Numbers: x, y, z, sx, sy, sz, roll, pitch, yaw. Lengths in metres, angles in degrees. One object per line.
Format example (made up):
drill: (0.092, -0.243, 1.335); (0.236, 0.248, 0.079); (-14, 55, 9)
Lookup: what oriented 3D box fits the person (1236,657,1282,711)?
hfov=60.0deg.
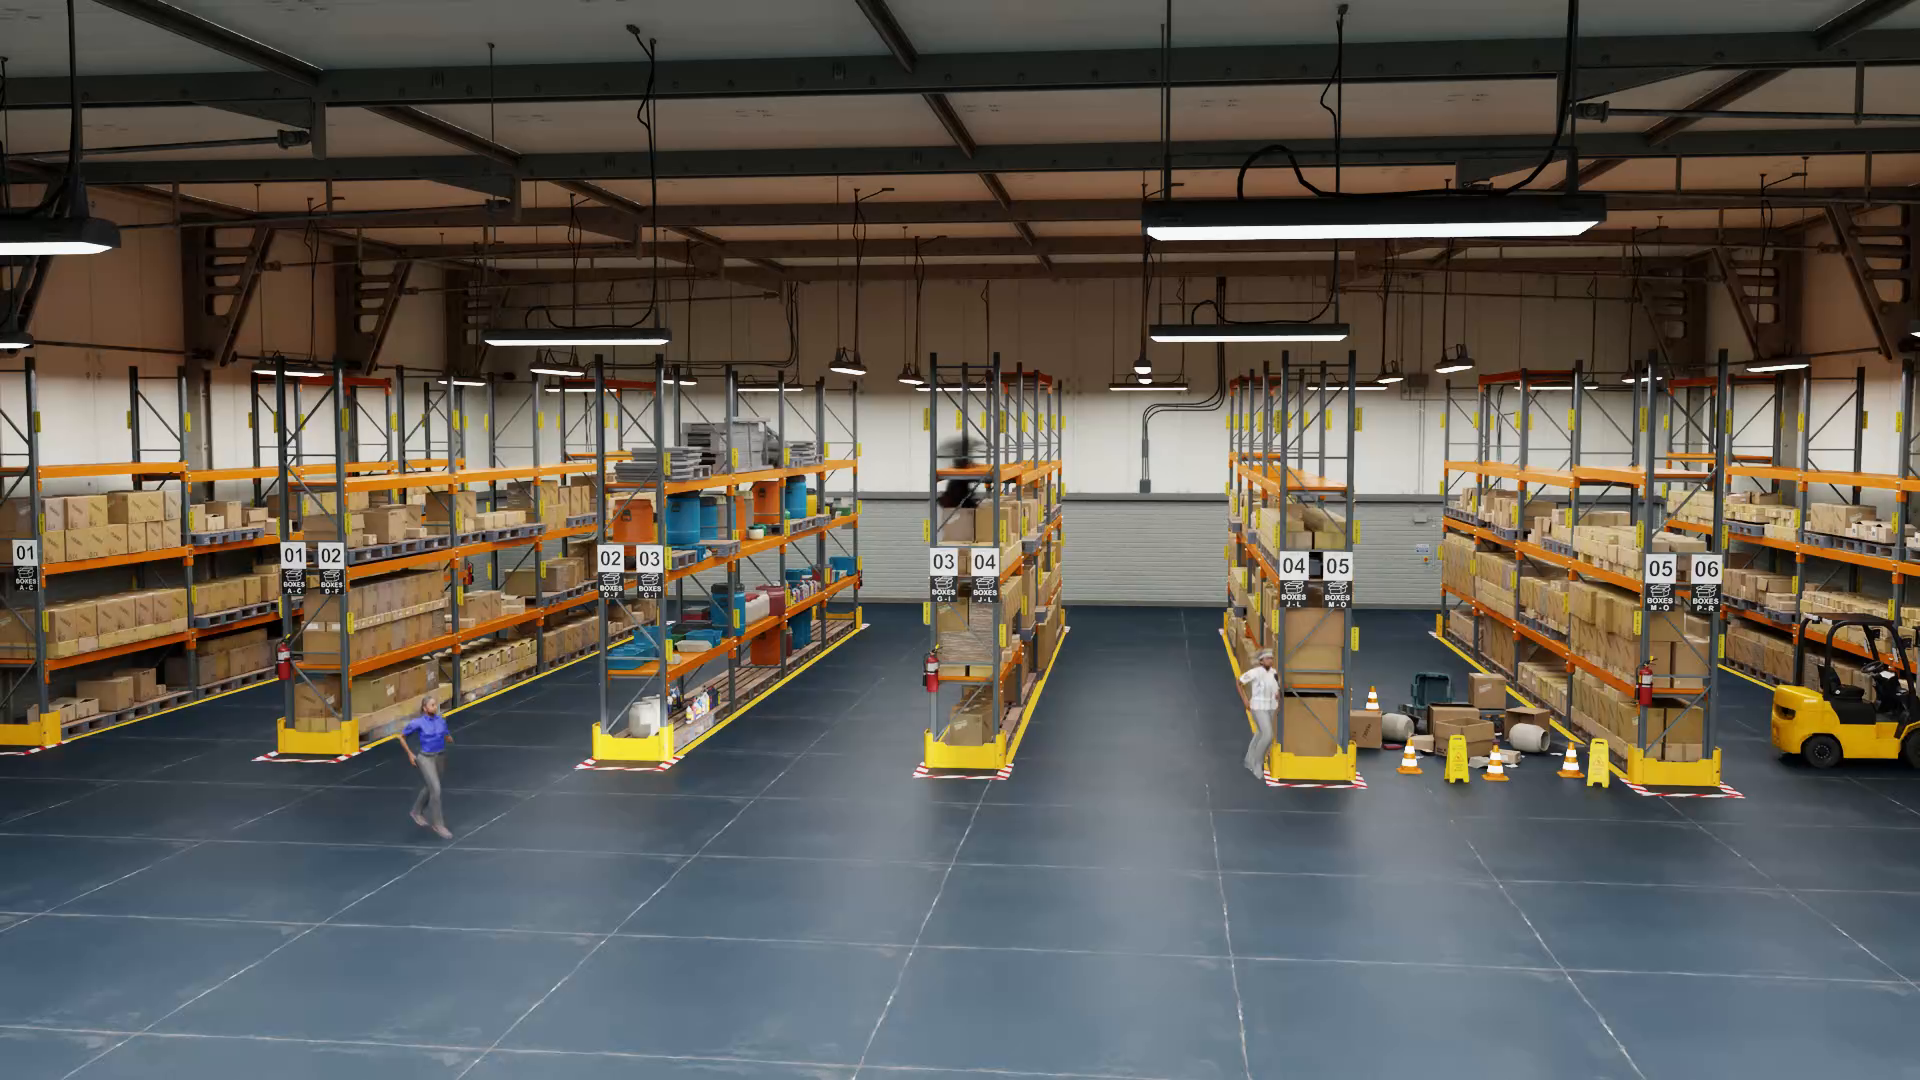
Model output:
person: (4.079, 1.887, 22.292); (0.567, 0.795, 0.547); (-3, 5, -36)

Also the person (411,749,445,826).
person: (-6.482, 2.976, 20.257); (0.703, 0.926, 0.372); (2, 5, 28)
